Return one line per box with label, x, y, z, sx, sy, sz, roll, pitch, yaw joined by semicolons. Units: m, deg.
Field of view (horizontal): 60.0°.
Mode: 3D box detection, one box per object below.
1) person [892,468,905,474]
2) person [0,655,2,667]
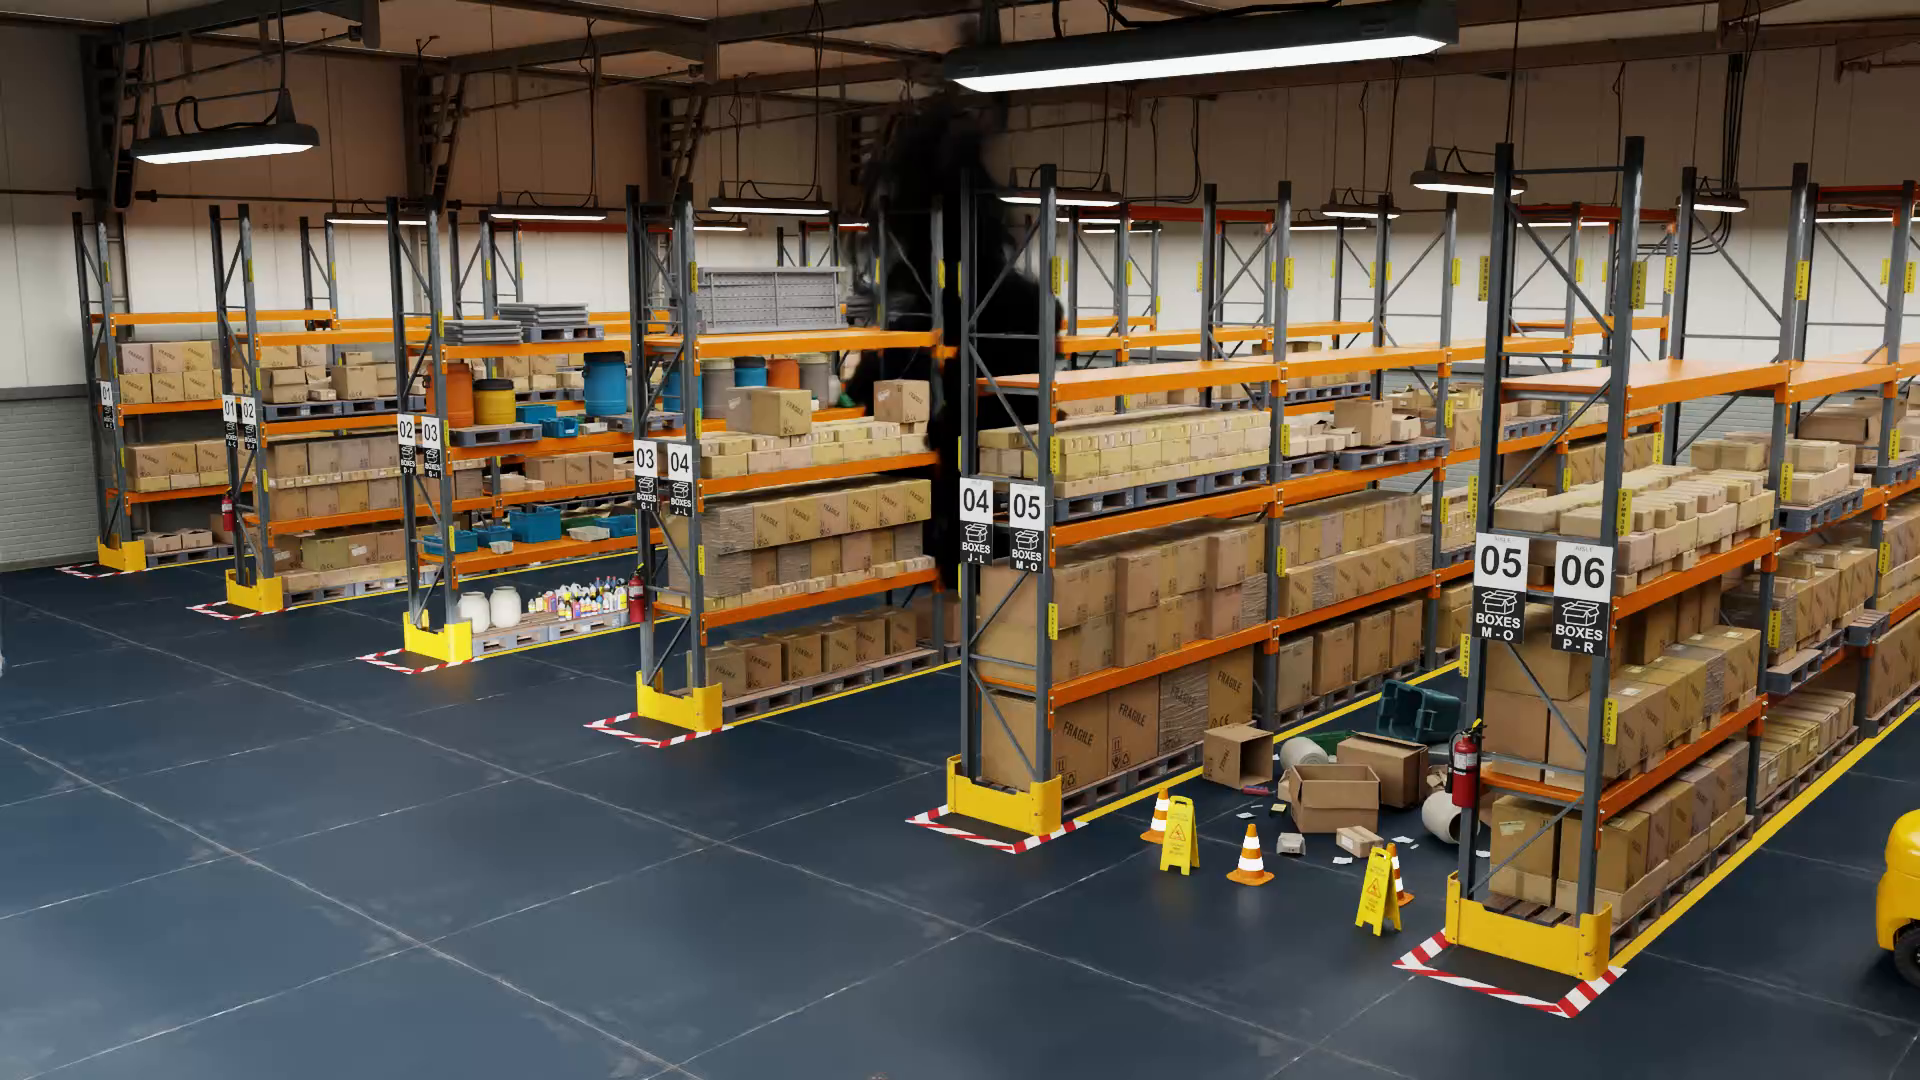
person;-1.182;-1.109;32.656;0.633;1.771;0.825;4;10;25
person;-9.711;1.593;16.268;0.654;1.806;0.801;-5;11;-29
